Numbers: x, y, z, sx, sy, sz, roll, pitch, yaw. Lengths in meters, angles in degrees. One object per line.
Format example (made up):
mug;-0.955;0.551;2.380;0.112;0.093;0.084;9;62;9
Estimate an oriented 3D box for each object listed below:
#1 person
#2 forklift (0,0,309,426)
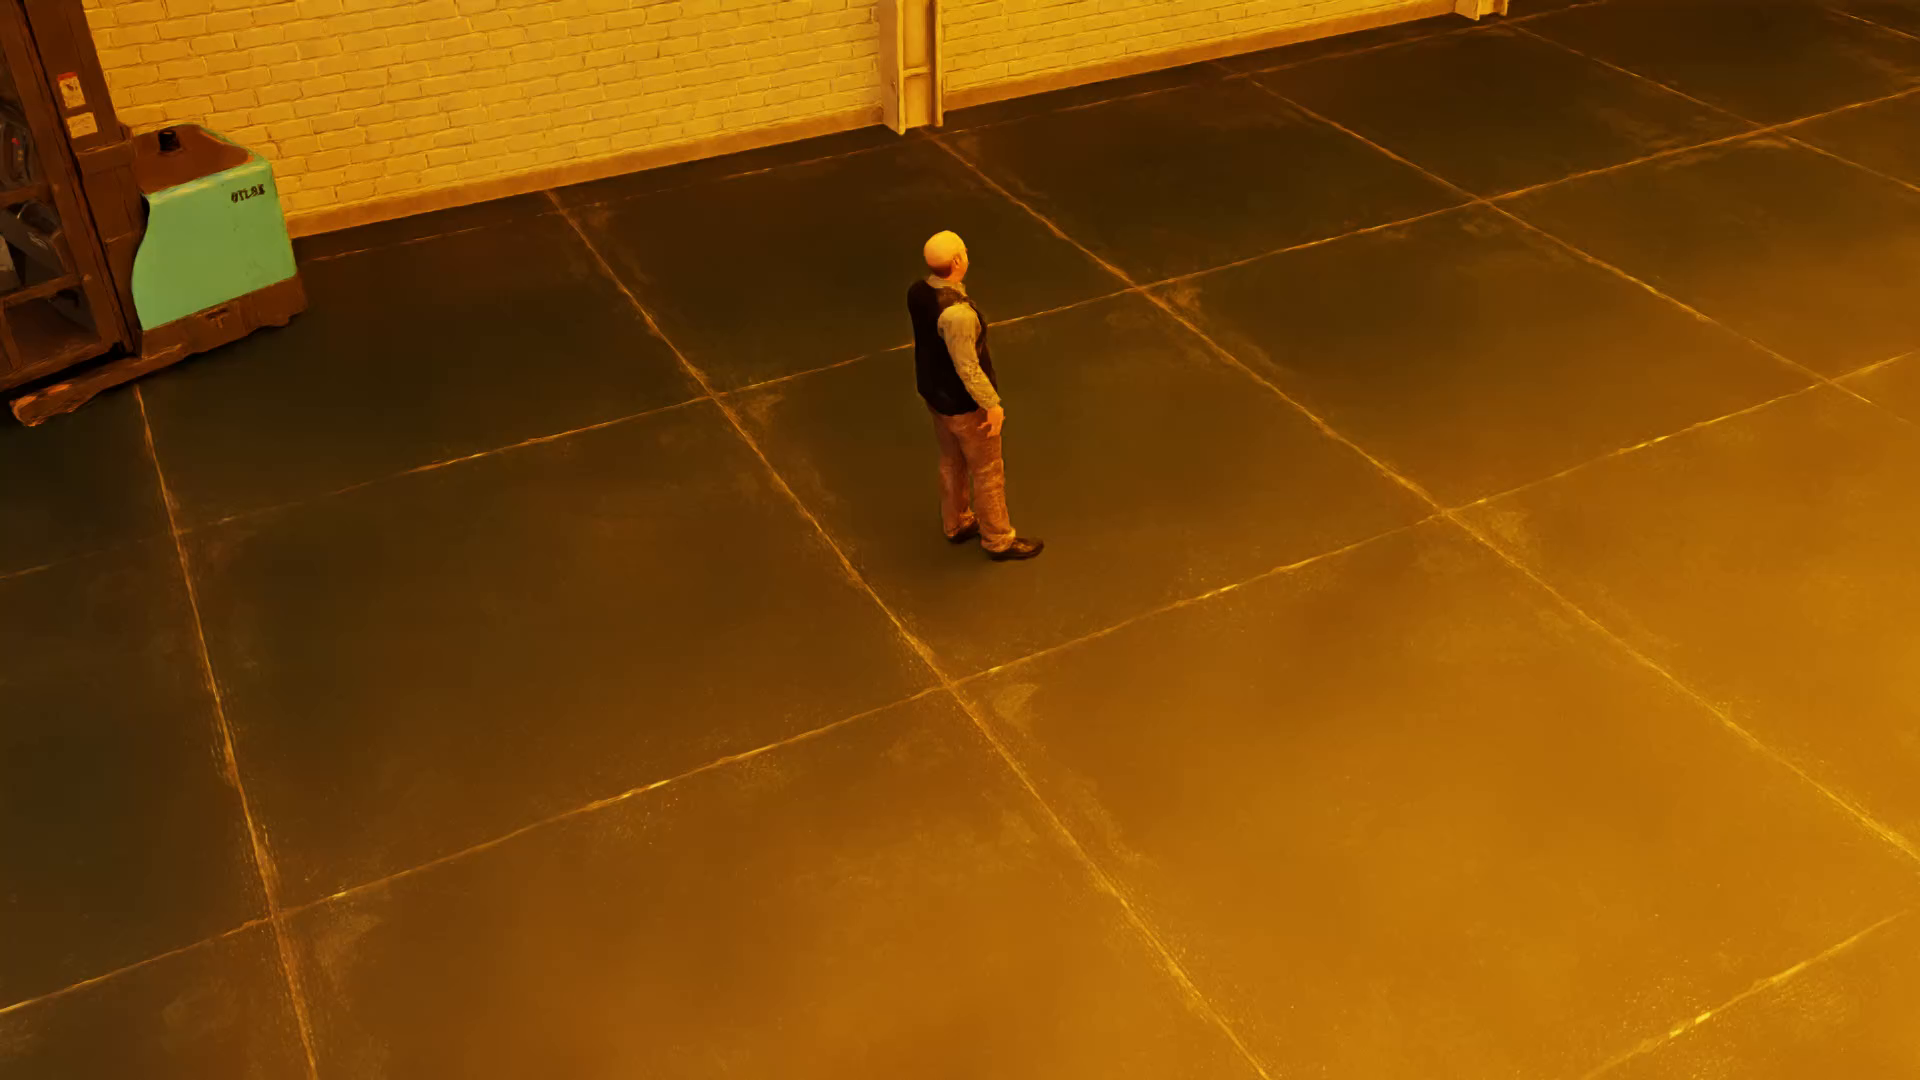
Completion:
person;0.059;-0.721;8.179;0.567;1.720;0.632;-17;39;-23
forklift;-5.533;-2.186;9.216;1.130;2.935;3.031;27;44;33
